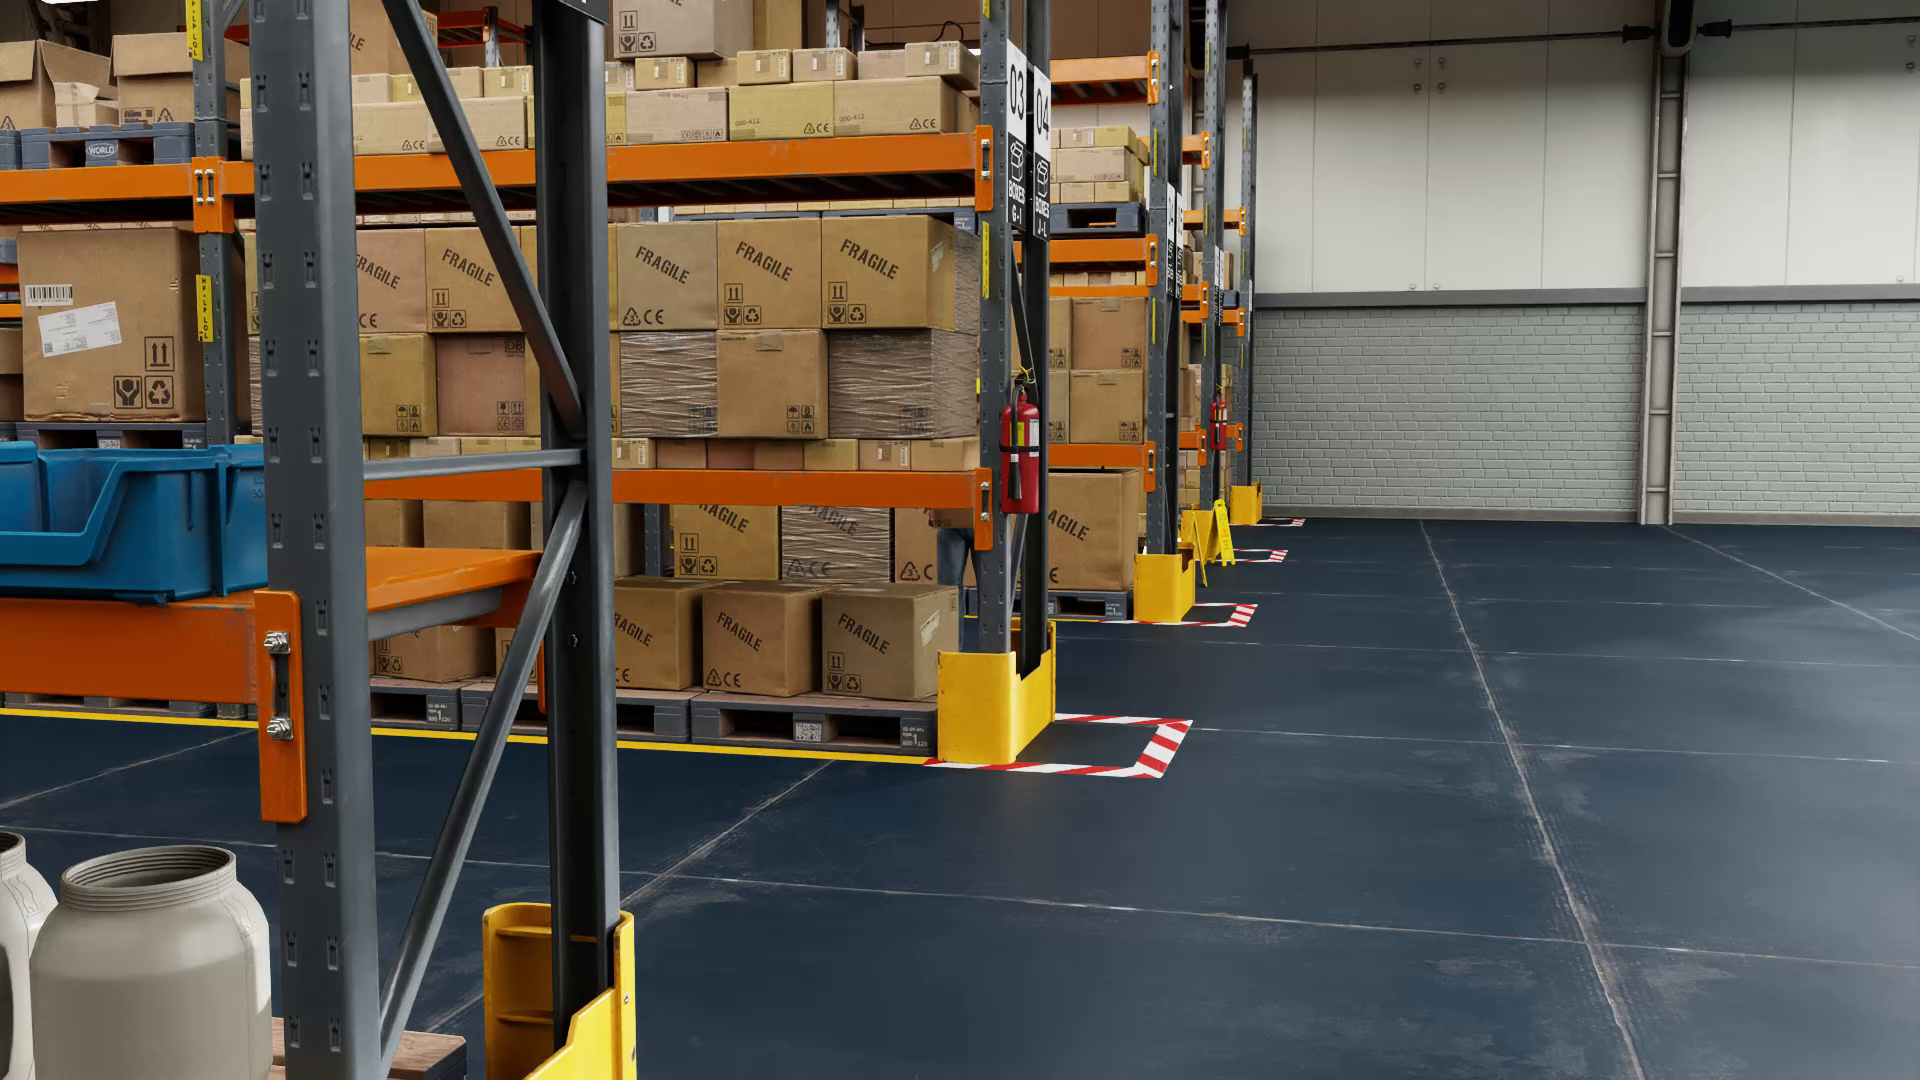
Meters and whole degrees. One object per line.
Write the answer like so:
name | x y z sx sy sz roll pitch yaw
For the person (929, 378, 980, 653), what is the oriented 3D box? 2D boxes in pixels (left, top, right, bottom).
person | 0.051 -0.074 9.804 0.502 1.761 0.577 1 5 14
